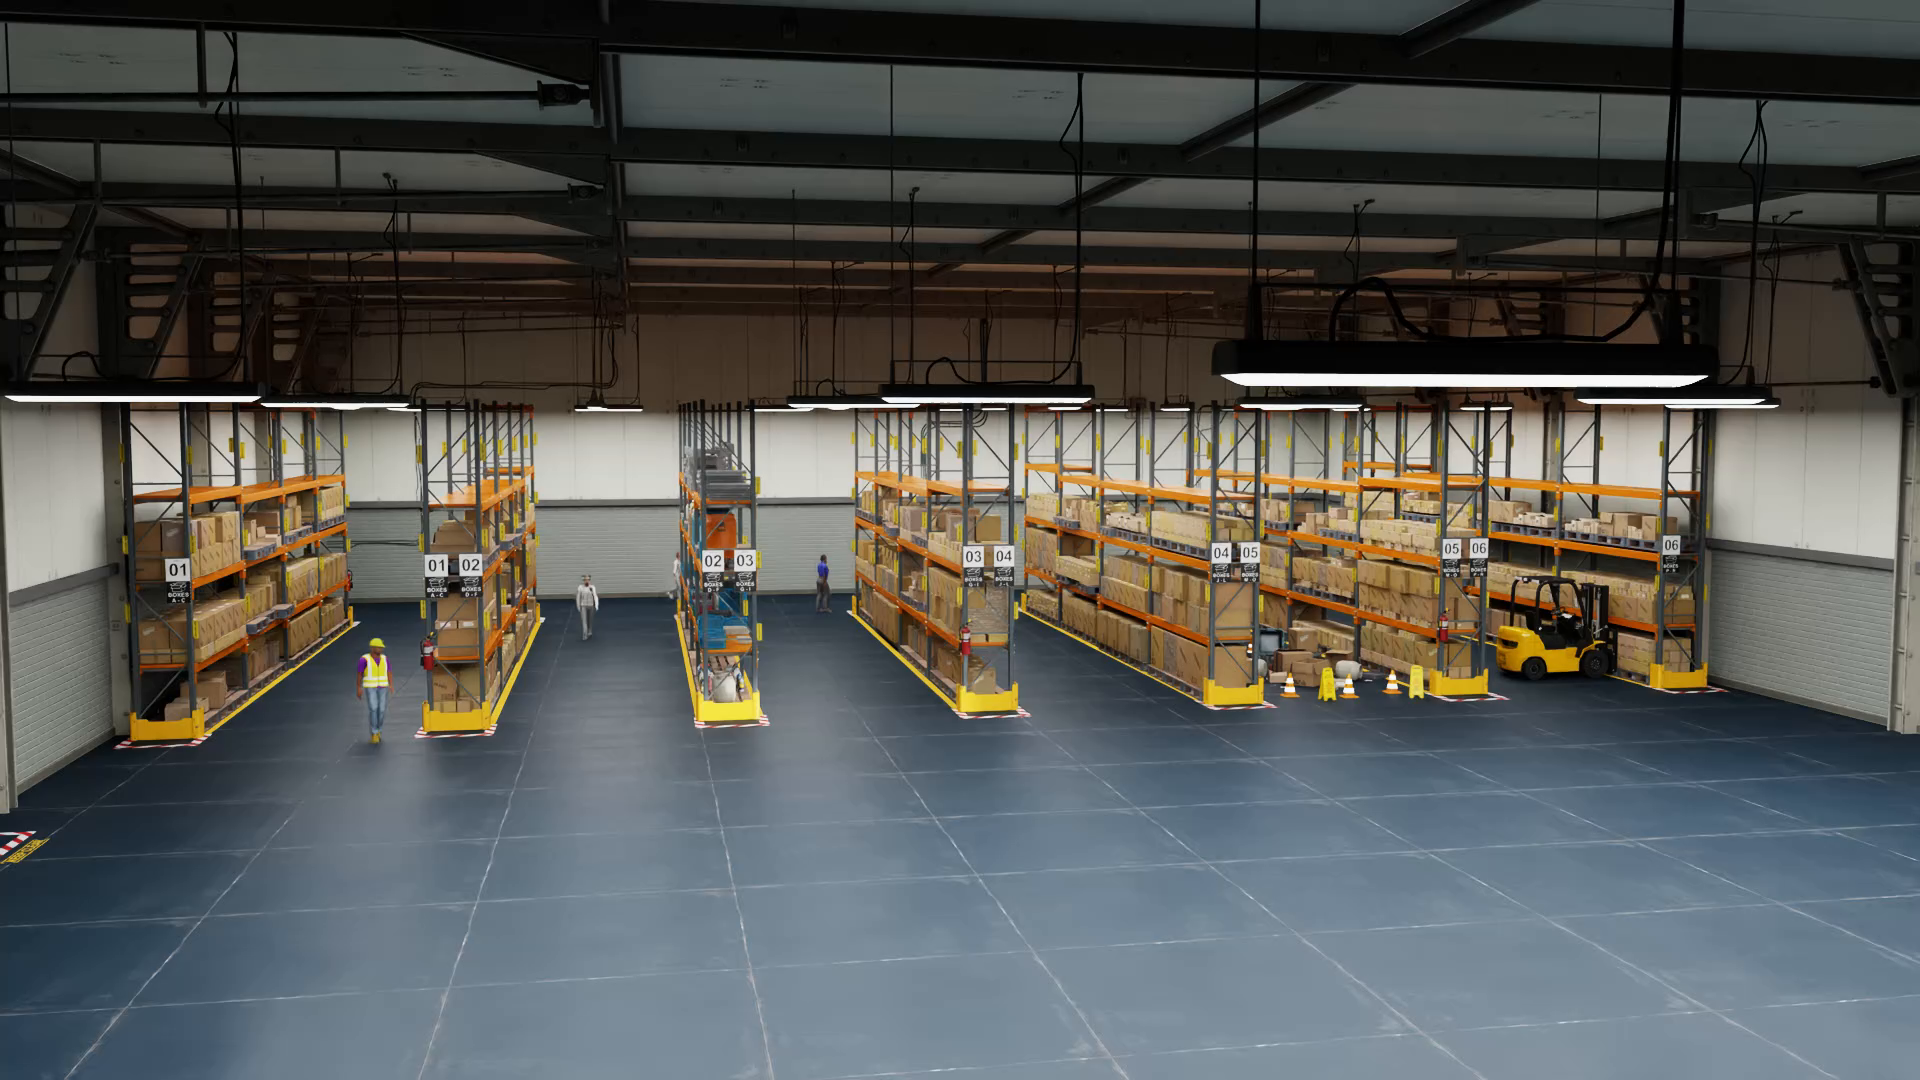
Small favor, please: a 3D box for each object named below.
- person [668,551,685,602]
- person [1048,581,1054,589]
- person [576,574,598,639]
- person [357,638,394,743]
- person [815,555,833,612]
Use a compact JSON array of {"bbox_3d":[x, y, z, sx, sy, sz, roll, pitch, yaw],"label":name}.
[{"bbox_3d":[-8.581,1.122,50.438,0.717,1.570,0.416,2,5,24],"label":"person"},{"bbox_3d":[2.867,1.071,49.791,0.610,1.773,0.560,0,4,-2],"label":"person"},{"bbox_3d":[-9.529,1.682,42.507,0.552,1.621,1.015,-1,4,-13],"label":"person"},{"bbox_3d":[-10.257,2.647,29.337,0.611,1.780,0.704,-4,6,-41],"label":"person"},{"bbox_3d":[-3.964,1.271,48.257,0.505,1.705,0.507,-3,5,-31],"label":"person"}]
